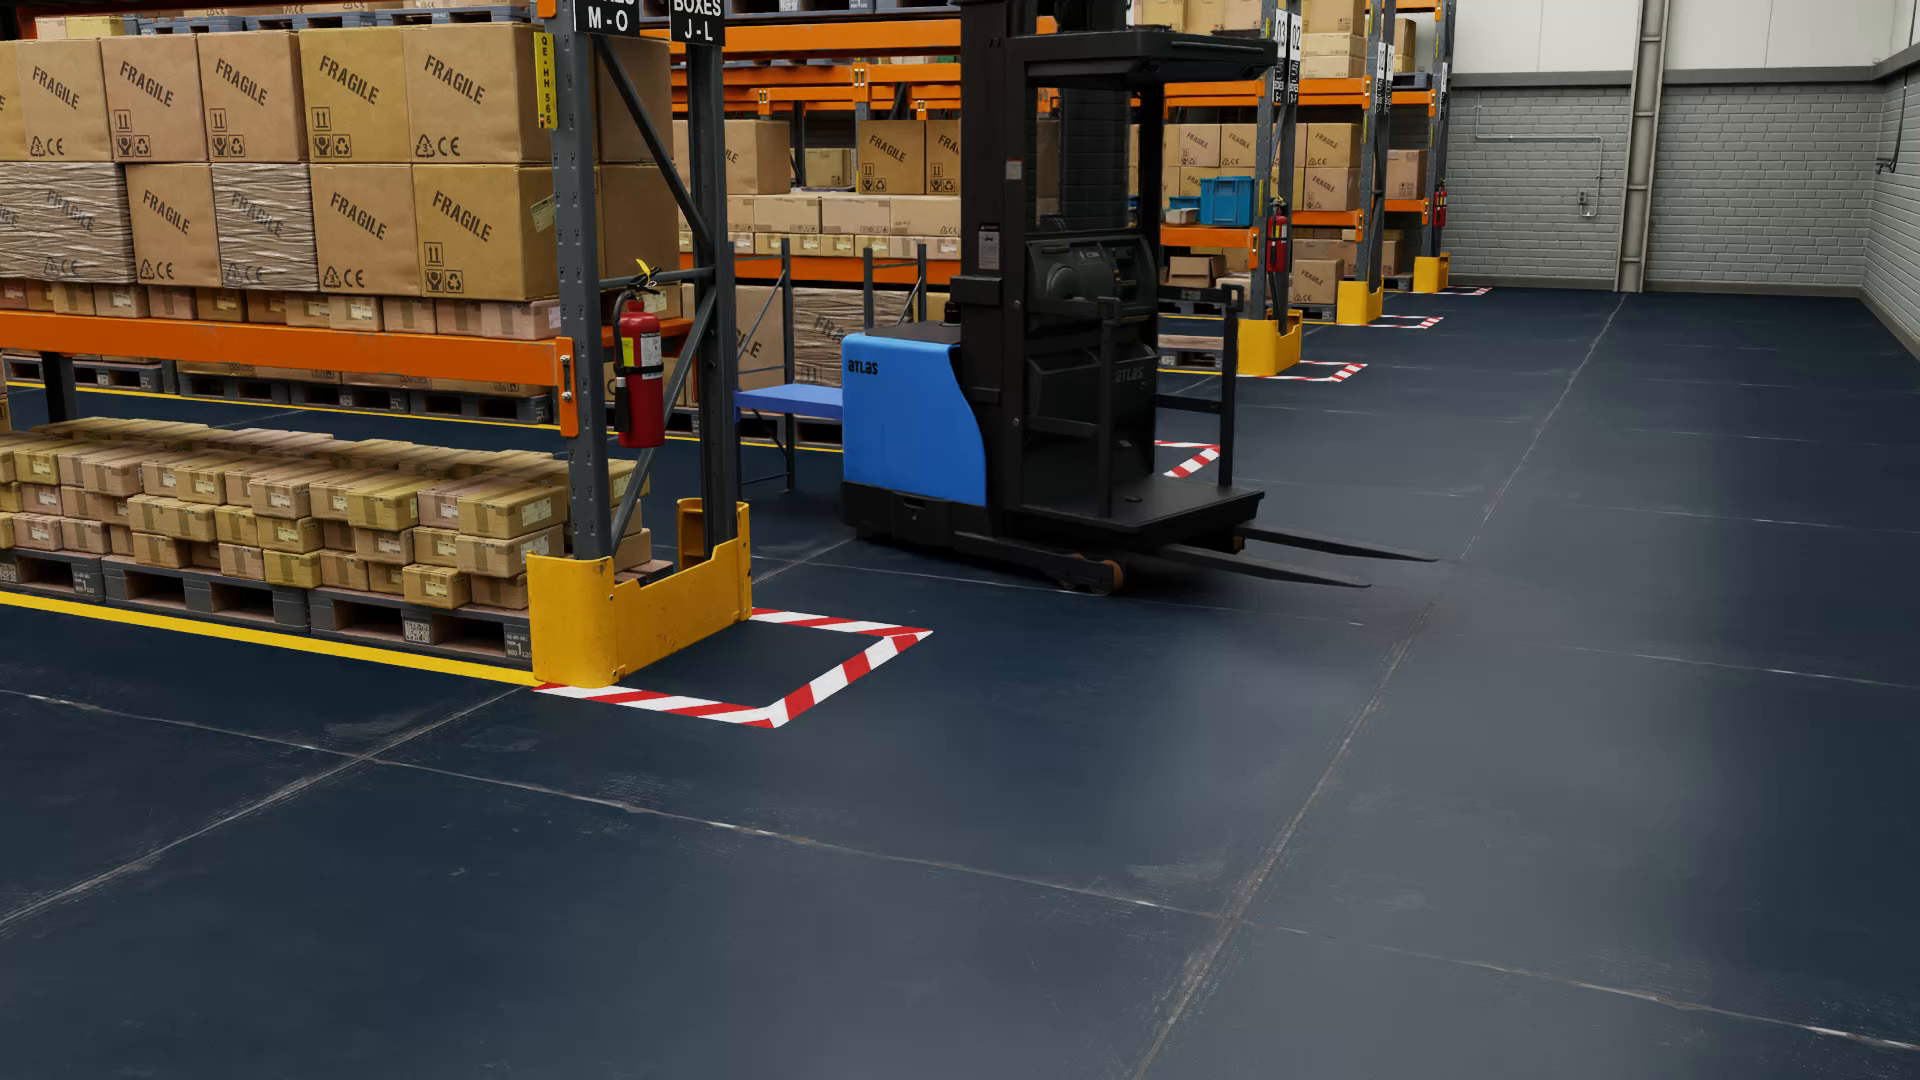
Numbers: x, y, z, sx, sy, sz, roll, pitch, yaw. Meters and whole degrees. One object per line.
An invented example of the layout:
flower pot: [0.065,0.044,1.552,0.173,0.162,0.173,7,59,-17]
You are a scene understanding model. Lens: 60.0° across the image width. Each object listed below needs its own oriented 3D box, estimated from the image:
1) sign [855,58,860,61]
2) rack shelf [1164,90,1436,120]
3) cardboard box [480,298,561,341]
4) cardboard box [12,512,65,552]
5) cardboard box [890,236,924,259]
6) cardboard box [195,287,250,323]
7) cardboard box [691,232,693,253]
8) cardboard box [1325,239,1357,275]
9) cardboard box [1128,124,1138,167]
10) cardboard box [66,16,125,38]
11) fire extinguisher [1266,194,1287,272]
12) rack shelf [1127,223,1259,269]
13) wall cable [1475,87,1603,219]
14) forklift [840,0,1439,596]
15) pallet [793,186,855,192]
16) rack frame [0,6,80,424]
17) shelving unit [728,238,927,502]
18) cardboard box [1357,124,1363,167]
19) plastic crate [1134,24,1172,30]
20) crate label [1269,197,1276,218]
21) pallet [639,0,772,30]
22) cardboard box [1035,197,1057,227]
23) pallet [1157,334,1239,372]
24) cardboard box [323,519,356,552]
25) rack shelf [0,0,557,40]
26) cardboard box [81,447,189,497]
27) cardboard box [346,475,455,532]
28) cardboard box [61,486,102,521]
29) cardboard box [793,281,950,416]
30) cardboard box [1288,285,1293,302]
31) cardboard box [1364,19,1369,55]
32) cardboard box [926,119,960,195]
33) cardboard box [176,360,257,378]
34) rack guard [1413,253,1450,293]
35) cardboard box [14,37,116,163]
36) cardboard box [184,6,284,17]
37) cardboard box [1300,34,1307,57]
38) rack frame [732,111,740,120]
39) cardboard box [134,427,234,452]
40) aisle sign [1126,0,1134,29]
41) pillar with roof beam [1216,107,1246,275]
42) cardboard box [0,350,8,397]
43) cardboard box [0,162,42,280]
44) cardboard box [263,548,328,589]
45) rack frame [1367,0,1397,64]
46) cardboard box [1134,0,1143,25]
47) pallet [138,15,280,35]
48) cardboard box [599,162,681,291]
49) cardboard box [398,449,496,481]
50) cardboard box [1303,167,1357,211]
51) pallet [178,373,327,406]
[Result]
sign: [-0.994,-4.800,16.061,0.005,0.325,0.100,6,14,23]
rack shelf: [5.072,-6.445,24.663,4.000,0.370,1.077,6,14,23]
cardboard box: [-1.632,-0.868,6.438,0.250,0.149,0.380,6,14,23]
cardboard box: [-4.182,-0.068,7.801,0.250,0.149,0.380,6,14,23]
cardboard box: [-0.274,-1.958,11.084,0.250,0.149,0.380,6,15,24]
cardboard box: [-3.024,-1.027,7.114,0.250,0.149,0.380,6,15,24]
cardboard box: [-1.683,-2.101,11.691,0.250,0.149,0.380,6,14,22]
cardboard box: [5.763,-4.227,24.756,0.500,0.500,0.700,6,14,23]
cardboard box: [2.029,-4.870,20.536,0.500,0.500,0.500,5,14,21]
cardboard box: [-6.967,-4.166,13.705,0.500,0.250,0.500,6,14,23]
fire extinguisher: [2.842,-2.752,14.903,0.183,0.674,0.296,6,14,23]
rack shelf: [1.059,-2.915,16.187,4.000,0.370,1.077,6,14,23]
wall cable: [8.454,-5.723,24.355,1.851,1.984,0.084,6,14,23]
forklift: [0.799,-1.304,7.896,3.031,2.935,1.130,12,18,41]
pallet: [-1.769,-4.713,22.695,1.003,0.211,1.213,6,14,23]
rack frame: [-4.877,-1.389,8.109,0.127,3.000,1.000,6,14,23]
shelving unit: [-0.751,-0.918,9.384,1.048,1.500,0.538,10,16,36]
cardboard box: [4.599,-4.746,20.008,0.500,0.500,0.500,6,15,25]
plastic crate: [1.602,-4.709,15.827,0.767,0.338,0.504,6,14,23]
crate label: [2.795,-3.120,15.719,0.303,0.233,0.416,6,14,23]
pallet: [-2.032,-3.755,11.820,1.213,0.211,1.003,6,14,23]
cardboard box: [0.331,-2.107,10.845,0.500,0.250,0.500,6,14,22]
pallet: [2.150,-1.807,15.994,1.213,0.211,1.003,6,14,23]
cardboard box: [-2.498,-0.064,7.131,0.250,0.149,0.380,6,14,23]
rack shelf: [-3.048,-2.314,7.060,4.000,0.370,1.077,6,14,23]
cardboard box: [-3.719,-0.309,7.526,0.250,0.149,0.380,6,15,24]
cardboard box: [-2.301,-0.154,6.864,0.250,0.149,0.380,5,14,22]
cardboard box: [-3.924,-0.205,7.732,0.250,0.149,0.380,5,14,20]
cardboard box: [-0.568,-1.343,11.642,0.875,0.875,0.875,6,14,23]
cardboard box: [3.967,-3.004,20.232,0.250,0.166,0.380,6,14,23]
cardboard box: [5.668,-7.214,23.917,0.500,0.500,0.500,6,15,25]
cardboard box: [0.095,-2.630,11.431,0.500,0.500,0.500,5,14,22]
cardboard box: [-5.810,-1.888,13.966,0.875,0.875,1.225,5,14,21]
rack guard: [6.923,-3.930,24.410,0.348,0.500,1.175,6,14,23]
cardboard box: [-3.635,-1.879,7.138,0.500,0.500,0.500,6,14,24]
cardboard box: [-5.846,-4.460,13.483,0.637,0.503,0.797,7,15,27]
cardboard box: [3.867,-5.786,19.513,0.500,0.250,0.500,6,14,23]
rack frame: [-4.071,-6.260,28.866,0.127,3.000,1.000,6,14,23]
cardboard box: [-3.760,-0.440,8.082,0.250,0.149,0.380,6,15,25]
aisle sign: [1.069,-3.367,10.849,0.004,0.787,0.394,6,14,23]
pillar with roof beam: [2.490,-7.657,21.688,0.400,9.000,9.100,6,14,23]
cardboard box: [-5.445,-0.865,8.788,0.500,0.250,0.500,5,14,21]
cardboard box: [-4.071,-1.440,7.456,0.500,0.500,0.500,6,14,23]
cardboard box: [-2.758,0.083,7.154,0.250,0.149,0.380,5,14,21]
rack frame: [4.898,-7.035,19.038,0.127,3.000,1.000,6,14,23]
cardboard box: [2.100,-6.368,20.351,0.500,0.500,0.700,6,14,23]
pallet: [-5.823,-4.106,13.534,1.003,0.211,1.213,7,15,26]
cardboard box: [-1.518,-1.312,6.910,0.500,0.500,0.500,7,15,26]
cardboard box: [-2.301,-0.301,7.490,0.250,0.149,0.380,5,14,20]
cardboard box: [4.378,-4.148,19.646,0.500,0.500,0.500,6,15,25]
pallet: [-5.742,-1.340,14.002,1.213,0.211,1.003,6,14,23]
